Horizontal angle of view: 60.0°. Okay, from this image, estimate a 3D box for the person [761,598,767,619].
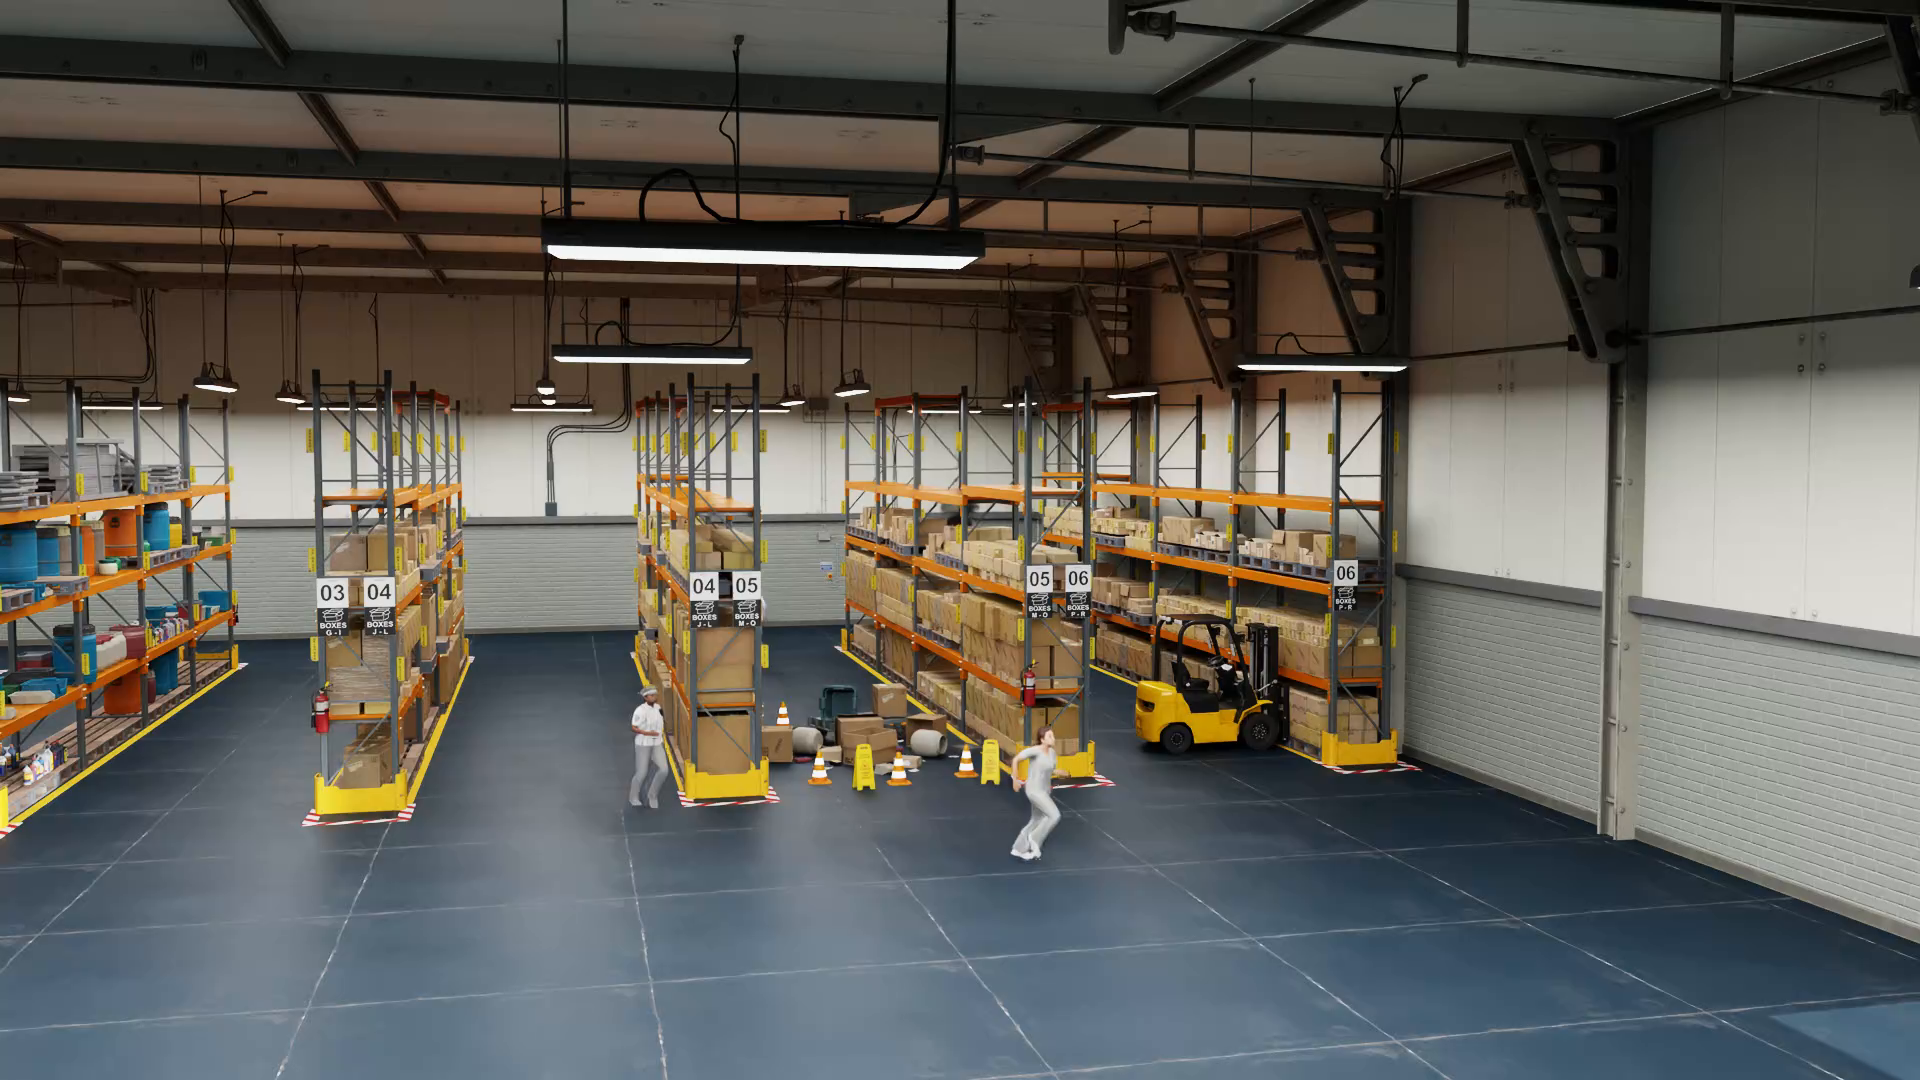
[{"bbox_3d":[-4.831,1.918,38.294,0.707,1.736,0.690,-1,3,-18],"label":"person"}]

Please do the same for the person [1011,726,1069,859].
[{"bbox_3d":[0.950,3.025,19.832,0.742,1.616,0.598,2,4,36],"label":"person"}]

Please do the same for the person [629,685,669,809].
[{"bbox_3d":[-4.254,2.847,22.869,0.577,1.727,0.642,-3,5,-43],"label":"person"}]
